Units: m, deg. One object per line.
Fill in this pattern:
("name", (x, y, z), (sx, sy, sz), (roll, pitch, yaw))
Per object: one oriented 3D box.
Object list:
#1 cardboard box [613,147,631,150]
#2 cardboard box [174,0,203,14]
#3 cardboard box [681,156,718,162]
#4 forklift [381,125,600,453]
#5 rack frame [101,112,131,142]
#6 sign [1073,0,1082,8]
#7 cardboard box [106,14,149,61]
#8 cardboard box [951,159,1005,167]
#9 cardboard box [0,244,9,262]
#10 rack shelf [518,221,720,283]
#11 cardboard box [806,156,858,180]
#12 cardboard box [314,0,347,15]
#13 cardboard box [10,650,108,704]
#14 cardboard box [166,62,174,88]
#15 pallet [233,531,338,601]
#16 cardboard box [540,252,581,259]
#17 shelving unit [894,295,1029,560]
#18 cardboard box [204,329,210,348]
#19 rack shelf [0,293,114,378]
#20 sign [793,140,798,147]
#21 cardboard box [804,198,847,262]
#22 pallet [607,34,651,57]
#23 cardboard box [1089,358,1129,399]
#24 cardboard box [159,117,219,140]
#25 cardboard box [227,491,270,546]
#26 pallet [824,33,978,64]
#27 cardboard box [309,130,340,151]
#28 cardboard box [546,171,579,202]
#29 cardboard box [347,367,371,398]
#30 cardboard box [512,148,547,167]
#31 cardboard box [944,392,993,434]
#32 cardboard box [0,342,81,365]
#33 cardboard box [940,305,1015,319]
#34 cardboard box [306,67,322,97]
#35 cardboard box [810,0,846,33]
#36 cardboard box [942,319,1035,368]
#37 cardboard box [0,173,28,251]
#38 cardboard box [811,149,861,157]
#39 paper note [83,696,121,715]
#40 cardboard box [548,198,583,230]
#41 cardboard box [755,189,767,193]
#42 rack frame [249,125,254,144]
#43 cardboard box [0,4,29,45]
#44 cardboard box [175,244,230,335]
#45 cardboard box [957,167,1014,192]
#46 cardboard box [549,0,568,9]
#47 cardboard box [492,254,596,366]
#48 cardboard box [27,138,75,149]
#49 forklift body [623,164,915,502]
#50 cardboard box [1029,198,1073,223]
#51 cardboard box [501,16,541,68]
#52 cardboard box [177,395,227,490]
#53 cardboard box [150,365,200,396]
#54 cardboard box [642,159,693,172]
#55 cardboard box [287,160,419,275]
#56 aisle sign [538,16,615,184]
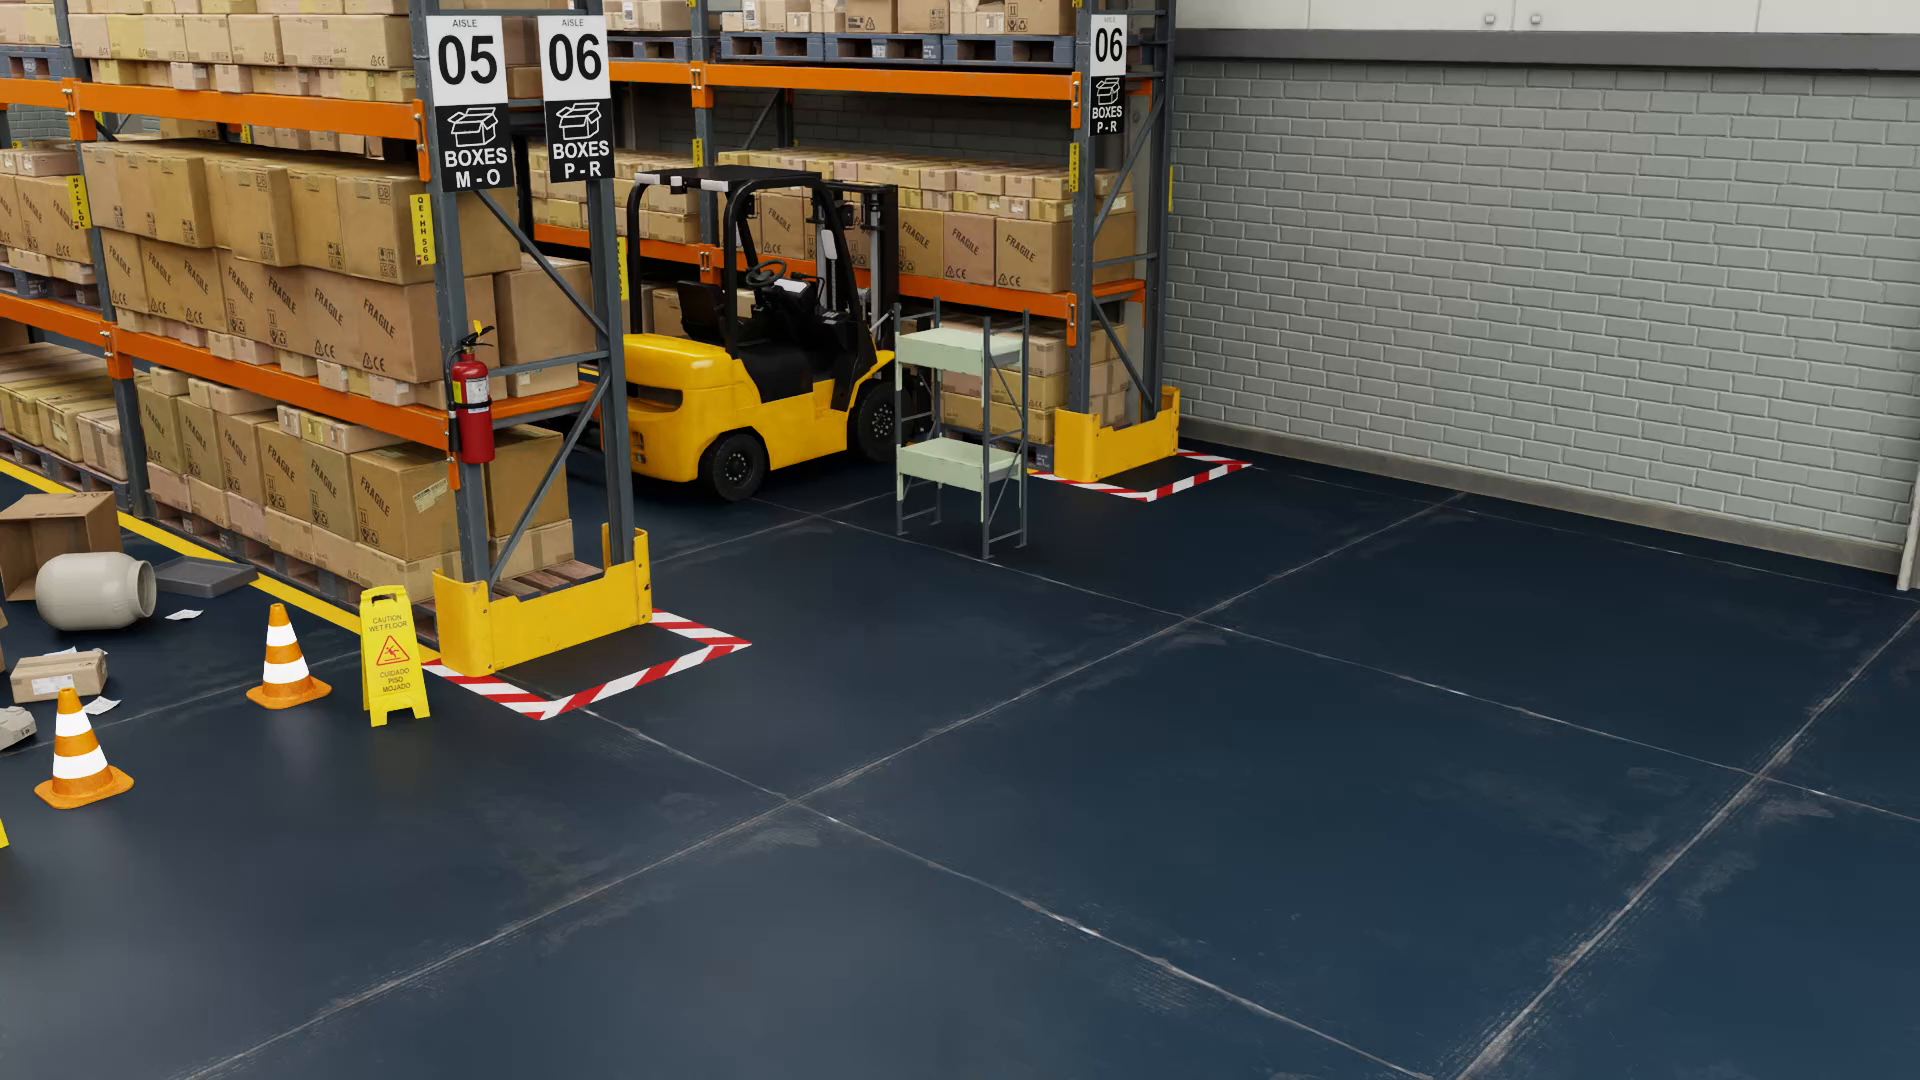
("cardboard box", (-3.414, -3.717, 16.128), (0.250, 0.149, 0.380), (15, 23, 38))
("cardboard box", (-4.101, -2.985, 9.195), (0.250, 0.149, 0.380), (15, 23, 38))
("cardboard box", (-2.311, -3.396, 15.117), (0.250, 0.149, 0.380), (15, 23, 39))
("forklift", (-3.578, -2.193, 12.676), (3.031, 2.935, 1.130), (15, 23, 39))
("rack frame", (-10.814, -5.214, 22.082), (0.127, 3.000, 1.000), (15, 23, 39))
("sign", (0.783, -3.695, 11.005), (0.005, 0.325, 0.100), (15, 23, 39))
("cardboard box", (-4.591, -2.929, 9.679), (0.500, 0.250, 0.500), (15, 23, 39))
("cardboard box", (0.144, -2.901, 13.064), (0.250, 0.149, 0.380), (14, 23, 38))
("cardboard box", (-6.826, -2.121, 12.059), (0.250, 0.149, 0.380), (16, 24, 41))
("rack shelf", (-3.335, -2.863, 15.864), (4.000, 0.370, 1.077), (15, 23, 39))
("cardboard box", (-1.009, -2.970, 13.281), (0.250, 0.149, 0.380), (15, 23, 38))
("cardboard box", (-2.958, -2.676, 8.224), (0.250, 0.149, 0.380), (15, 23, 39))
("cardboard box", (-4.459, 0.675, 8.238), (0.380, 0.149, 0.250), (-6, 18, -18))
("cardboard box", (-4.289, -2.667, 9.514), (0.250, 0.149, 0.380), (14, 22, 38))
("pallet", (-3.688, 0.020, 10.199), (1.213, 0.211, 1.003), (15, 23, 39))
("cardboard box", (-4.373, -2.548, 16.912), (0.625, 0.625, 0.875), (16, 24, 41))
("shelving unit", (0.005, -0.714, 10.381), (0.755, 1.500, 0.431), (15, 23, 39))
("cardboard box", (-4.284, -1.236, 9.962), (0.250, 0.149, 0.380), (15, 23, 39))
("rack shelf", (-6.626, -1.739, 12.323), (4.000, 0.370, 1.077), (15, 23, 39))
("sign", (-1.471, -3.381, 14.743), (0.005, 0.325, 0.100), (15, 23, 39))
("cardboard box", (-0.900, -2.502, 13.370), (0.500, 0.500, 0.500), (15, 23, 39))
("pallet", (-3.425, -4.607, 15.524), (1.213, 0.211, 1.003), (16, 24, 42))
("cardboard box", (0.939, -1.271, 12.681), (0.500, 0.250, 0.500), (16, 23, 40))
("cardboard box", (-9.531, -5.188, 20.518), (0.500, 0.500, 0.500), (16, 23, 41))
("cardboard box", (-4.063, -0.180, 10.072), (0.500, 0.250, 0.500), (15, 23, 39))
("pallet", (-0.275, -3.782, 12.756), (1.213, 0.211, 1.003), (15, 23, 39))
("cardboard box", (-6.635, -4.249, 18.183), (0.500, 0.500, 0.700), (15, 23, 39))
("cardboard box", (-3.509, -3.323, 15.546), (0.500, 0.250, 0.500), (15, 23, 40))
("cardboard box", (-3.001, -0.867, 8.799), (0.250, 0.149, 0.380), (15, 23, 38))
("cardboard box", (-4.174, -3.685, 16.027), (0.250, 0.149, 0.380), (15, 23, 40))
("cardboard box", (0.226, -1.016, 12.705), (0.500, 0.250, 0.500), (15, 23, 39))
("cardboard box", (-7.706, -1.316, 13.449), (0.625, 0.372, 0.950), (13, 22, 36))
("cardboard box", (0.176, -1.709, 13.237), (0.500, 0.250, 0.500), (15, 23, 39))
("cardboard box", (-3.121, -2.365, 8.563), (0.250, 0.149, 0.380), (15, 23, 40))
("cardboard box", (-0.930, -4.051, 12.822), (0.258, 0.266, 0.396), (14, 23, 38))
("cardboard box", (0.216, -1.491, 12.548), (0.500, 0.250, 0.500), (16, 23, 40))
("cardboard box", (-6.382, -2.315, 11.597), (0.500, 0.500, 0.500), (16, 24, 41))
("cardboard box", (-1.032, -3.197, 13.999), (0.250, 0.149, 0.380), (15, 23, 39))
("paper note", (-4.167, 0.798, 8.046), (0.142, 0.019, 0.148), (7, 19, 21))
("cardboard box", (-3.511, -3.083, 15.616), (0.500, 0.250, 0.500), (16, 24, 41))
("cardboard box", (-1.580, -2.986, 13.824), (0.250, 0.149, 0.380), (16, 23, 41))
("rack frame", (-7.822, -4.411, 19.551), (0.127, 3.000, 1.000), (15, 23, 39))
("cardboard box", (-6.039, -3.426, 11.044), (0.500, 0.250, 0.500), (15, 23, 40))
("cardboard box", (-4.229, -1.519, 9.783), (0.500, 0.500, 0.500), (15, 23, 39))
("cardboard box", (0.190, -2.680, 12.368), (0.250, 0.149, 0.380), (15, 23, 40))
("cardboard box", (-3.689, -4.928, 15.197), (0.500, 0.500, 0.500), (16, 23, 41))
("cardboard box", (-2.309, -1.225, 8.855), (0.500, 0.500, 0.500), (15, 23, 38))
("cardboard box", (-6.711, -2.918, 12.424), (0.250, 0.149, 0.380), (14, 22, 37))
("forklift body", (-1.476, -1.565, 11.986), (1.214, 2.155, 2.313), (15, 23, 39))
("cardboard box", (0.708, -2.364, 11.865), (0.250, 0.149, 0.380), (15, 23, 40))
("cardboard box", (-2.338, -2.539, 8.450), (0.500, 0.250, 0.500), (15, 23, 38))
("cardboard box", (-4.460, -0.643, 10.291), (0.500, 0.500, 0.500), (16, 24, 41))
("cardboard box", (-4.815, -1.019, 10.402), (0.250, 0.149, 0.380), (15, 23, 40))
("cardboard box", (-2.595, -3.288, 14.777), (0.250, 0.149, 0.380), (15, 23, 39))
("cardboard box", (-3.039, -1.700, 8.700), (0.500, 0.500, 0.700), (15, 23, 40))
("aisle sign", (-1.887, -2.174, 8.206), (0.004, 0.787, 0.394), (15, 23, 39))
